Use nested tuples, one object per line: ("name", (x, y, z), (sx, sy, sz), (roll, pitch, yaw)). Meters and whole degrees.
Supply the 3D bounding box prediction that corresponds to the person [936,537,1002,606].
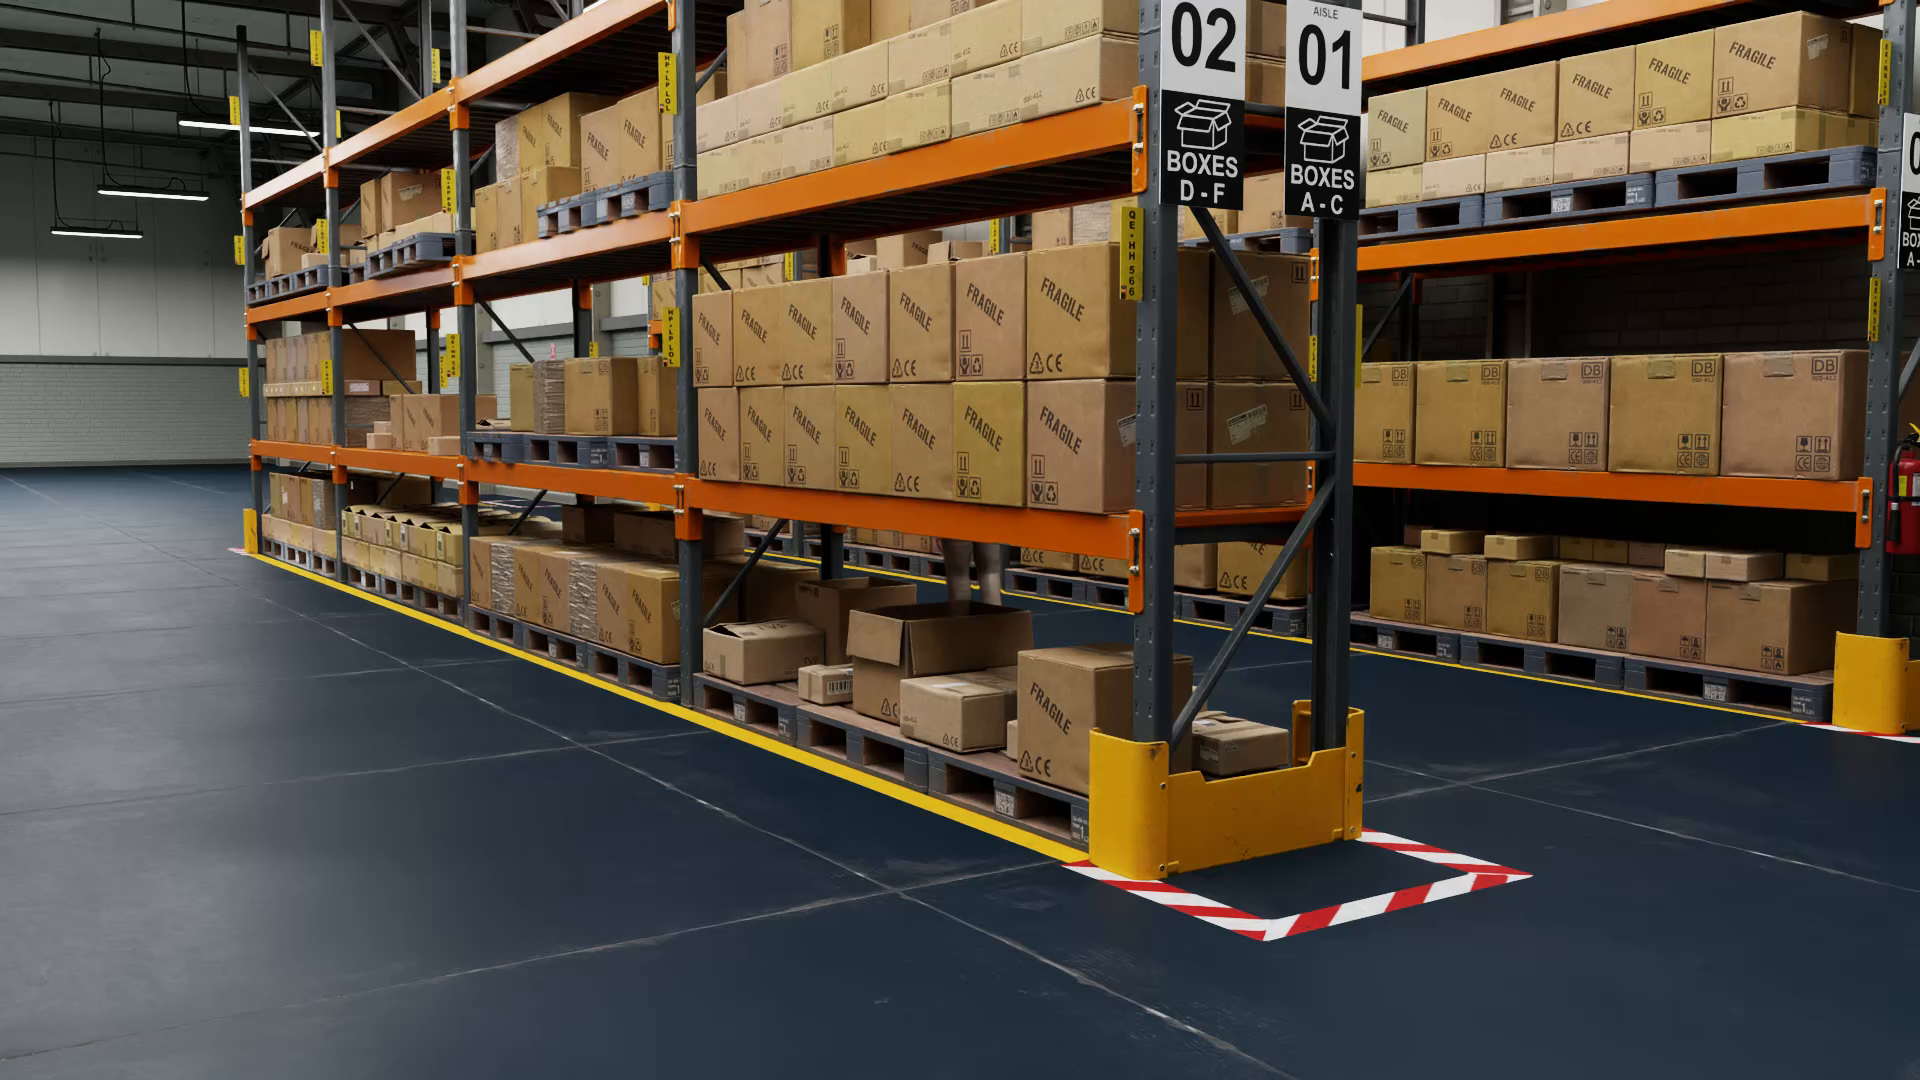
("person", (0.085, -0.103, 11.627), (0.568, 1.733, 0.509), (-2, 5, -24))
